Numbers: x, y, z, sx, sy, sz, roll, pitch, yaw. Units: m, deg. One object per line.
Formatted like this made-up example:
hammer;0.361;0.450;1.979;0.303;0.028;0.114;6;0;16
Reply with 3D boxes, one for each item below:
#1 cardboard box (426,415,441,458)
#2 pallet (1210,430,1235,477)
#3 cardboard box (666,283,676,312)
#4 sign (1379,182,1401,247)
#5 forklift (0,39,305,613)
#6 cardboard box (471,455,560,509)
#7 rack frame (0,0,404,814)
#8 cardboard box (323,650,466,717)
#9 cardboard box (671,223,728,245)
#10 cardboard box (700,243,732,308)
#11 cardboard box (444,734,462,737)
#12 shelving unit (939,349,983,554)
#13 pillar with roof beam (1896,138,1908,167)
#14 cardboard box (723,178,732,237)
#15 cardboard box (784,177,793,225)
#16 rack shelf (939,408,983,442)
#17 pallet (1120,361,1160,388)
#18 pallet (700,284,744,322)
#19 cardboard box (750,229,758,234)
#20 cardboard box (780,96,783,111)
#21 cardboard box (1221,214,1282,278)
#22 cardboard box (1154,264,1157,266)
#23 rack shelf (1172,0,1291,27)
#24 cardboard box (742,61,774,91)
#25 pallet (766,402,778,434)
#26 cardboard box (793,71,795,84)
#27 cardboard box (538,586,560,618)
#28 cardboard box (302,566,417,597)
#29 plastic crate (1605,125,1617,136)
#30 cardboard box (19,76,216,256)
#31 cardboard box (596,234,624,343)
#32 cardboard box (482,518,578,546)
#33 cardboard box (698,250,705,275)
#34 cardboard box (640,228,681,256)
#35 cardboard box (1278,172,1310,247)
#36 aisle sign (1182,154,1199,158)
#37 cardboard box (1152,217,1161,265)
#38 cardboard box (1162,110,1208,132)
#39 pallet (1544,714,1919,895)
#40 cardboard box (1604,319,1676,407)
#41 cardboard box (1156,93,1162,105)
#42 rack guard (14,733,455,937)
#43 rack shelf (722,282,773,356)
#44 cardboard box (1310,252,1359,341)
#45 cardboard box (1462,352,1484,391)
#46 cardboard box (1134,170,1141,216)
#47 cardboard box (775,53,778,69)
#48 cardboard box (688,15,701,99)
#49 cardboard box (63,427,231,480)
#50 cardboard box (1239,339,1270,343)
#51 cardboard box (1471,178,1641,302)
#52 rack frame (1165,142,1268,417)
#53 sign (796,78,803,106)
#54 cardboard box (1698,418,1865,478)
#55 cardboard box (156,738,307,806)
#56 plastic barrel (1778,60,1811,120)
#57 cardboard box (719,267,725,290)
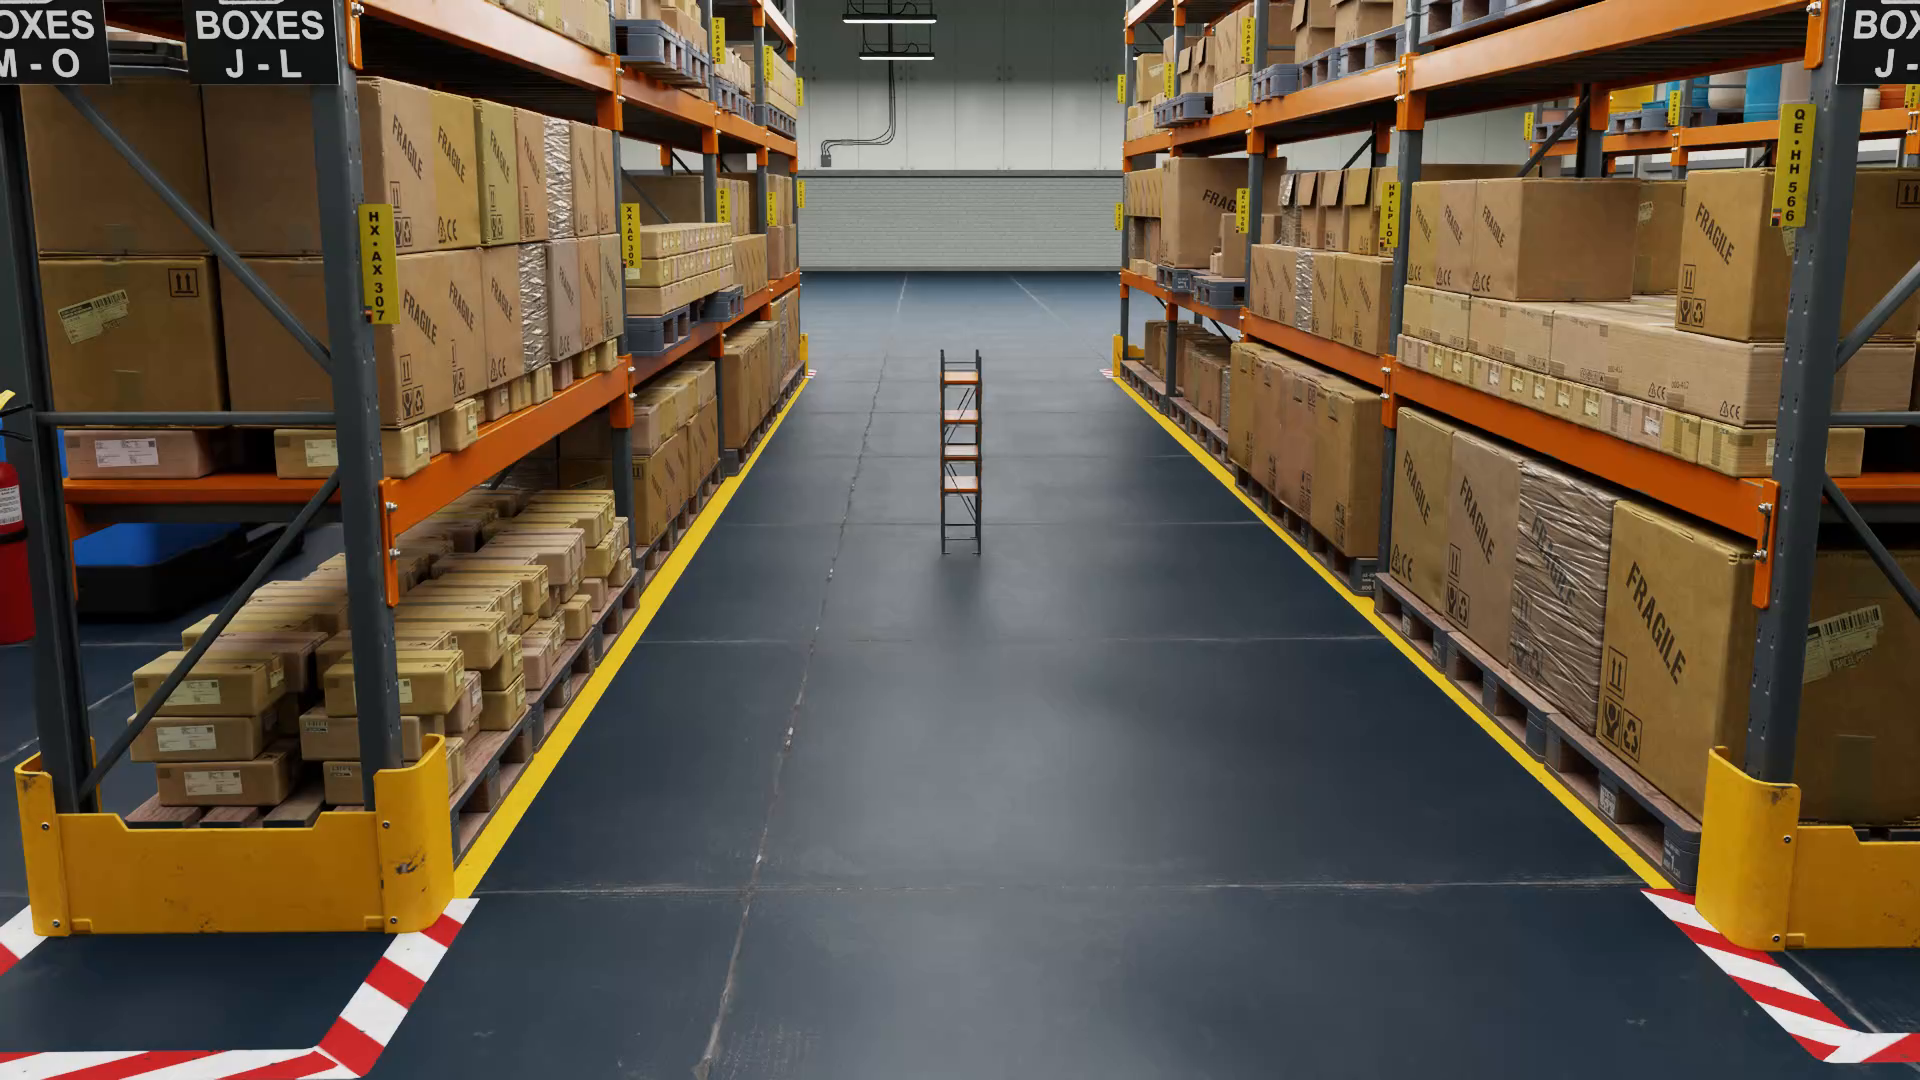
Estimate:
cardboard box;-1.873;-0.327;5.257;0.380;0.149;0.250;0;11;1
pallet;2.634;-0.713;13.543;1.003;0.211;1.213;0;11;-1
cardboard box;-1.789;-1.347;9.229;0.380;0.149;0.250;0;11;0
sign;2.189;-1.654;8.453;0.100;0.325;0.005;0;11;-1
forklift;-4.580;-1.299;9.592;1.130;2.935;3.031;0;11;-1
cardboard box;-2.497;-0.256;9.506;0.500;0.500;0.500;0;11;-2
rack frame;-2.147;-0.334;4.660;1.000;3.000;0.127;0;11;-1
cardboard box;-1.818;0.461;5.362;0.380;0.149;0.250;-1;11;-4
cardboard box;-1.841;-2.153;11.705;0.380;0.149;0.250;0;11;-2
cardboard box;-2.052;-2.063;12.934;0.500;0.500;0.500;0;11;-1
cardboard box;-1.925;0.701;5.676;0.380;0.149;0.250;0;11;-1
shelving unit;0.003;-0.555;10.278;0.258;1.200;0.503;0;11;-1
pillar with roof beam;13.667;-8.748;31.045;9.100;9.000;0.400;0;11;-1
cardboard box;-2.347;-2.856;14.328;0.700;0.500;0.500;0;11;-2
cardboard box;-2.405;-3.934;19.313;0.875;0.550;0.550;0;11;-1
rack shelf;0.003;-0.708;10.247;0.258;0.148;0.480;0;11;-1
pallet;2.466;-1.971;19.744;1.003;0.211;1.213;0;11;-1
pallet;-2.191;-1.689;11.821;1.213;0.211;1.003;0;11;-1
cardboard box;-2.415;-2.866;16.764;0.875;0.550;0.550;0;11;-1
cardboard box;-2.091;-4.648;17.704;0.380;0.149;0.250;0;11;-1
cardboard box;2.486;-2.397;13.521;0.700;0.500;0.500;1;12;7
cardboard box;2.291;-2.886;17.874;0.380;0.149;0.250;0;11;-1
rack shelf;2.607;-4.713;13.974;1.077;0.370;4.000;0;11;-1
cardboard box;-2.125;-4.615;16.538;0.500;0.250;0.500;0;11;-1
pallet;-2.304;-1.199;15.940;1.003;0.211;1.213;0;11;-1
cardboard box;-2.128;-5.392;19.365;0.380;0.149;0.250;0;11;-1
cardboard box;-1.947;0.239;7.202;0.380;0.149;0.250;-1;11;-4
cardboard box;-2.389;0.203;6.632;0.380;0.149;0.250;-1;11;-3
plastic crate;7.081;-4.398;17.812;0.243;0.136;0.396;0;11;-1
cardboard box;-2.405;-1.108;4.964;0.500;0.500;0.500;0;11;-2
cardboard box;-1.937;-1.229;8.071;0.500;0.500;0.500;0;11;-1
cardboard box;-1.977;-0.007;7.669;0.380;0.149;0.250;0;11;1
cardboard box;-1.812;-1.748;10.460;0.380;0.149;0.250;0;11;-2
cardboard box;-1.792;-1.690;9.423;0.380;0.149;0.250;0;11;-1
cardboard box;2.648;-2.319;11.673;0.797;0.503;0.637;0;11;1
aisle sign;2.782;-4.802;20.147;0.394;0.787;0.004;0;11;-1
cardboard box;2.532;-3.202;17.800;0.875;0.500;0.500;0;11;-1
cardboard box;2.296;-4.205;16.577;0.500;0.250;0.500;0;11;1
pallet;2.719;0.874;5.720;1.003;0.211;1.213;0;11;-1
cardboard box;2.529;-0.602;5.613;0.500;0.250;0.500;0;11;-2
cardboard box;2.233;-4.533;17.186;0.380;0.149;0.250;-1;11;-3
rack guard;-2.148;0.876;4.983;1.175;0.500;0.348;0;11;-1
rack shelf;-2.354;-1.969;14.529;1.077;0.370;4.000;0;11;-1
cardboard box;2.428;-1.472;10.020;0.500;0.500;0.500;0;11;-2
cardboard box;2.429;-0.738;7.285;0.380;0.149;0.250;0;11;-2
cardboard box;2.237;-3.890;18.675;0.500;0.500;0.500;0;11;-1
cardboard box;-2.079;-4.937;17.124;0.380;0.149;0.250;0;11;-2
cardboard box;-2.023;-3.231;11.146;0.500;0.500;0.500;0;11;-1
cardboard box;-2.436;-0.274;4.998;0.380;0.149;0.250;0;11;-1
cardboard box;2.584;-1.521;13.805;0.500;0.250;0.500;1;12;5
cardboard box;2.504;-1.271;7.024;0.500;0.500;0.500;-1;11;-3
rack frame;2.566;-2.719;16.419;1.000;3.000;0.127;0;11;-1
sign;-1.935;-5.379;19.956;0.100;0.325;0.005;0;11;-1
cardboard box;2.477;-0.280;5.028;0.380;0.149;0.250;0;11;0
cardboard box;-2.366;0.754;5.413;0.380;0.149;0.250;0;11;0
plastic barrel;7.759;-4.225;15.036;0.600;0.901;0.600;0;11;0
cardboard box;-1.833;-1.810;11.512;0.380;0.149;0.250;0;11;0
